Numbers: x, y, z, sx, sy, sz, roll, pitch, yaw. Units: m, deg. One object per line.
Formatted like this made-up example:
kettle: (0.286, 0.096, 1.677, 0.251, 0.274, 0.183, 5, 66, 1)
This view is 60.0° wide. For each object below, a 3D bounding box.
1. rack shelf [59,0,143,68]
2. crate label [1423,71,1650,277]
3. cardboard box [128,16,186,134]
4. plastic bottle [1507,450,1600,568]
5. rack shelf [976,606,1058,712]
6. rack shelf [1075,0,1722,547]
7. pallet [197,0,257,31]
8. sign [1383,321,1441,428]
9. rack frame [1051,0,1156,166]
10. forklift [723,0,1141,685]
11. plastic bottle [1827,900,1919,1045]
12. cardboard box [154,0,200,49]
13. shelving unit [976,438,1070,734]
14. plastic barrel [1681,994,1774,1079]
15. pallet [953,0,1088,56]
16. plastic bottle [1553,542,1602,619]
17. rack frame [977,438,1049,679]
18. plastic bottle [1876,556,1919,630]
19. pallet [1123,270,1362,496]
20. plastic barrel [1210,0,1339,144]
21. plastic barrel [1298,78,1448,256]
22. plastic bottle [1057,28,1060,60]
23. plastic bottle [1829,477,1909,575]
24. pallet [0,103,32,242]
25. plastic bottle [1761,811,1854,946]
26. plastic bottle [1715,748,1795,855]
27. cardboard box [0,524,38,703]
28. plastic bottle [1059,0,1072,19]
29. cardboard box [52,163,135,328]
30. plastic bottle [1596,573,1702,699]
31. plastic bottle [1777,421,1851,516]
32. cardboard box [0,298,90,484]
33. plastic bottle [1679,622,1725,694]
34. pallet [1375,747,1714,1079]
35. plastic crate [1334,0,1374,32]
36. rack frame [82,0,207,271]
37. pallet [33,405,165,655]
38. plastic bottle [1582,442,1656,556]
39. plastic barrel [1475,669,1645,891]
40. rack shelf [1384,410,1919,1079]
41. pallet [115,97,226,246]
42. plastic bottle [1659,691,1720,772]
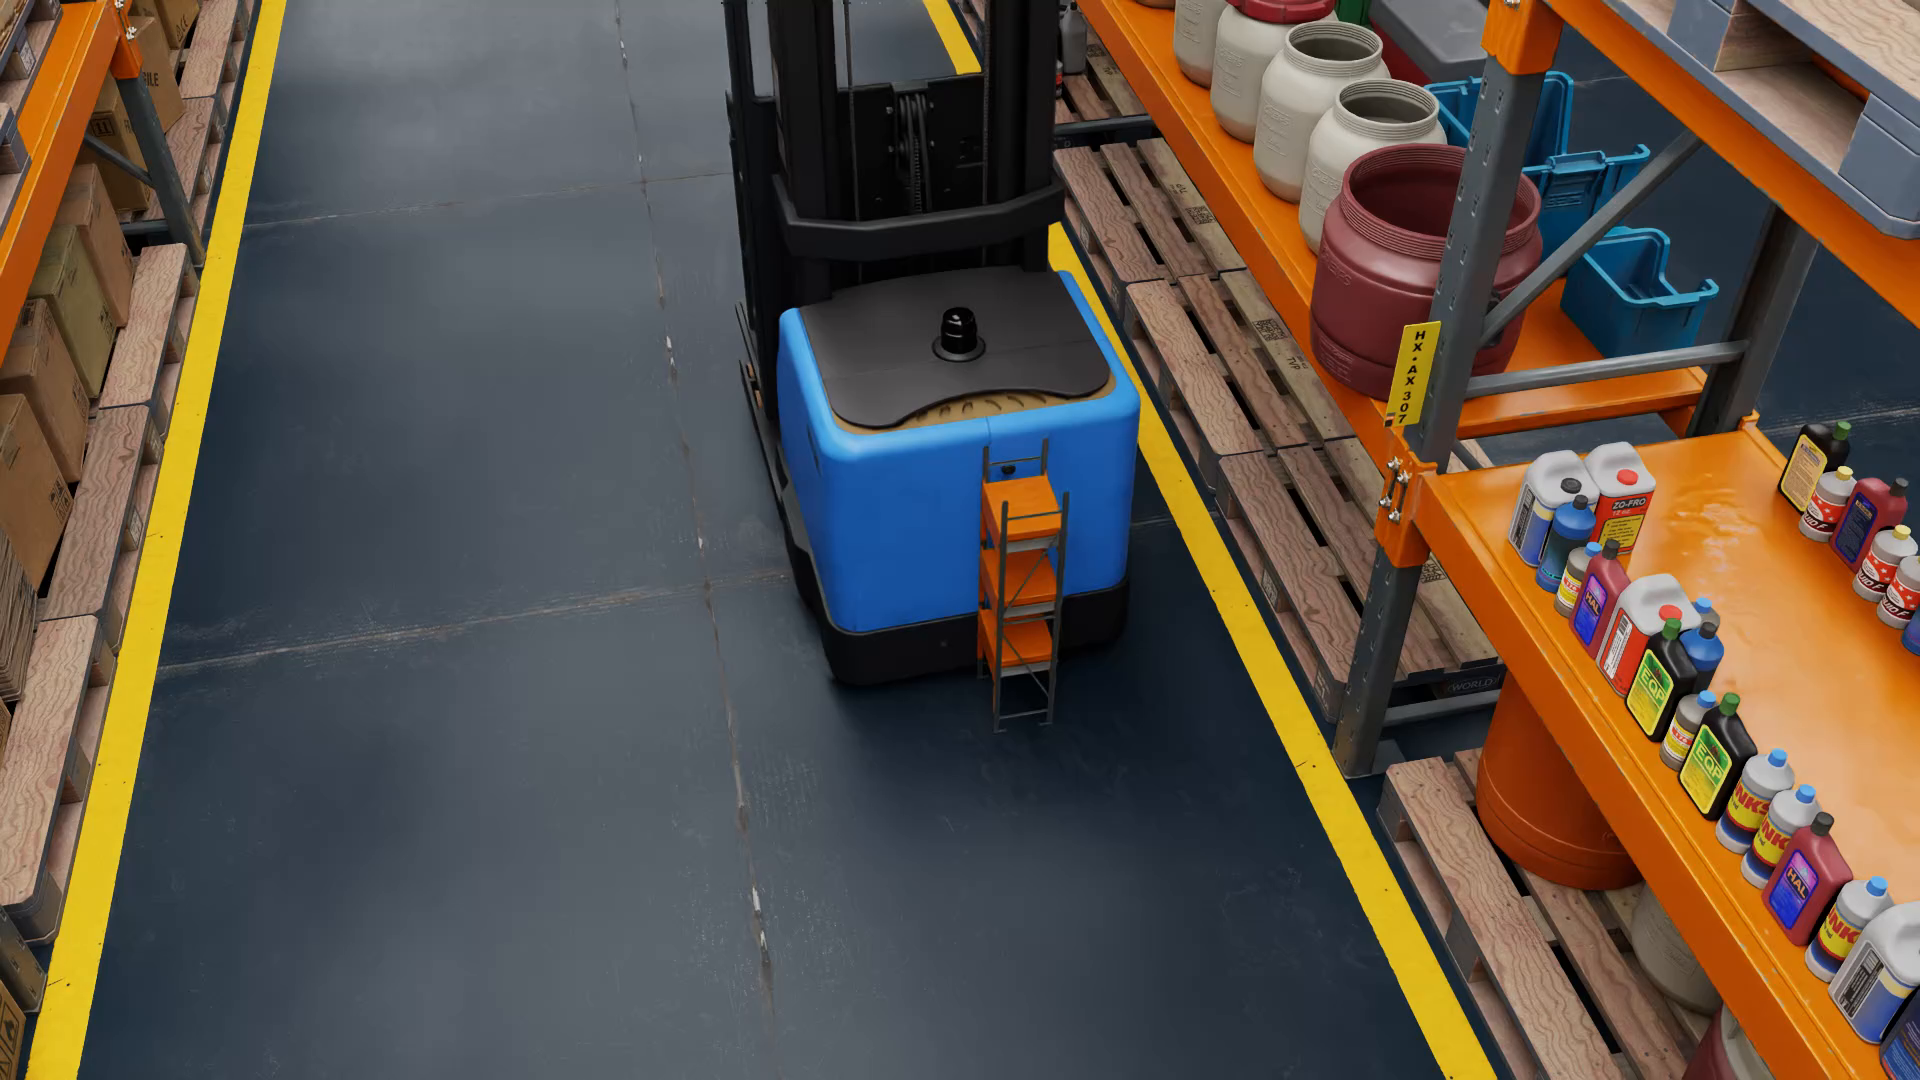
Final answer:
rack shelf: (-4.413, -3.363, 8.321, 1.077, 0.370, 4.000, -8, 42, -9)
crate label: (1.768, -1.148, 5.258, 0.502, 0.435, 0.616, -8, 42, -9)
cardboard box: (-4.160, -2.193, 8.028, 0.500, 0.500, 0.500, 4, 42, 4)
plastic bottle: (1.496, -0.079, 4.173, 0.152, 0.276, 0.135, -8, 42, -9)
rack shelf: (0.185, 0.374, 5.463, 0.215, 0.259, 0.240, -8, 45, -9)
rack shelf: (1.286, -1.480, 6.200, 1.077, 0.370, 4.000, -8, 42, -9)
pallet: (-4.688, -3.305, 9.814, 1.003, 0.211, 1.213, -8, 42, -9)
sign: (1.182, -0.430, 4.352, 0.100, 0.325, 0.005, -8, 42, -9)
rack frame: (0.854, -3.045, 7.421, 1.000, 3.000, 0.127, -8, 42, -9)
forklift: (-0.282, -1.598, 5.842, 1.130, 2.935, 3.031, -10, 43, -11)
plastic bottle: (1.795, 0.820, 3.161, 0.152, 0.276, 0.135, -8, 42, -9)
cardboard box: (-4.448, -2.952, 8.883, 0.500, 0.500, 0.500, -5, 42, -5)
shelving unit: (0.188, 0.168, 5.261, 0.215, 1.050, 0.252, -8, 45, -9)
plastic barrel: (2.084, 1.339, 3.982, 0.600, 0.588, 0.708, -8, 42, -9)
pallet: (0.483, -3.236, 9.737, 1.003, 0.211, 1.213, -8, 42, -9)
plastic bottle: (1.515, 0.091, 4.038, 0.097, 0.201, 0.097, 0, 42, 0)
rack frame: (0.162, 0.084, 5.346, 0.200, 1.050, 0.008, -8, 45, -9)
plastic bottle: (2.300, 0.113, 4.013, 0.097, 0.201, 0.097, 0, 42, 0)
pallet: (1.329, -0.707, 6.887, 1.003, 0.211, 1.213, -8, 42, -9)
plastic barrel: (1.099, -1.689, 5.790, 0.433, 0.535, 0.433, 0, 42, 0)
plastic barrel: (1.287, -1.131, 5.180, 0.421, 0.512, 0.421, 0, 42, 0)
plastic bottle: (0.434, -2.595, 8.578, 0.144, 0.351, 0.185, -9, 42, -10)
plastic bottle: (2.272, -0.058, 4.144, 0.061, 0.283, 0.133, -8, 42, -9)
pallet: (-3.586, -0.948, 5.203, 1.003, 0.211, 1.213, -8, 42, -9)
plastic bottle: (1.700, 0.673, 3.320, 0.061, 0.283, 0.133, -8, 42, -9)
plastic bottle: (1.672, 0.537, 3.482, 0.097, 0.271, 0.097, 0, 42, 0)
cardboard box: (-3.415, 0.238, 5.274, 0.700, 0.500, 0.500, -12, 43, -13)
plastic bottle: (0.532, -2.729, 8.785, 0.152, 0.276, 0.135, -8, 42, -9)
cardboard box: (-3.870, -1.164, 6.854, 0.700, 0.500, 0.500, -11, 43, -13)
plastic bottle: (1.596, 0.221, 3.835, 0.152, 0.276, 0.135, -8, 42, -9)
plastic bottle: (2.222, -0.208, 4.312, 0.061, 0.283, 0.133, -8, 42, -9)
cardboard box: (-3.664, -0.490, 6.094, 0.700, 0.500, 0.500, -12, 43, -13)
plastic bottle: (1.653, 0.293, 3.758, 0.097, 0.271, 0.097, 0, 42, 0)
pallet: (1.929, 1.095, 4.857, 1.003, 0.211, 1.213, -8, 42, -9)
plastic crate: (1.506, -1.878, 6.265, 0.450, 0.188, 0.662, -8, 42, -9)
rack frame: (-3.982, -2.336, 6.622, 1.000, 3.000, 0.127, -8, 42, -9)
pallet: (-3.545, 0.004, 6.086, 1.003, 0.211, 1.213, -8, 42, -9)
plastic bottle: (1.644, -0.101, 4.198, 0.152, 0.276, 0.135, -8, 42, -9)
plastic barrel: (1.840, 0.517, 4.727, 0.600, 0.830, 0.708, -8, 42, -9)
rack shelf: (2.150, 1.113, 3.279, 1.077, 0.370, 4.000, -8, 42, -9)
pallet: (-4.161, -1.723, 8.032, 1.003, 0.211, 1.213, -8, 42, -9)
plastic bottle: (1.623, 0.414, 3.674, 0.097, 0.201, 0.097, 0, 42, 0)
